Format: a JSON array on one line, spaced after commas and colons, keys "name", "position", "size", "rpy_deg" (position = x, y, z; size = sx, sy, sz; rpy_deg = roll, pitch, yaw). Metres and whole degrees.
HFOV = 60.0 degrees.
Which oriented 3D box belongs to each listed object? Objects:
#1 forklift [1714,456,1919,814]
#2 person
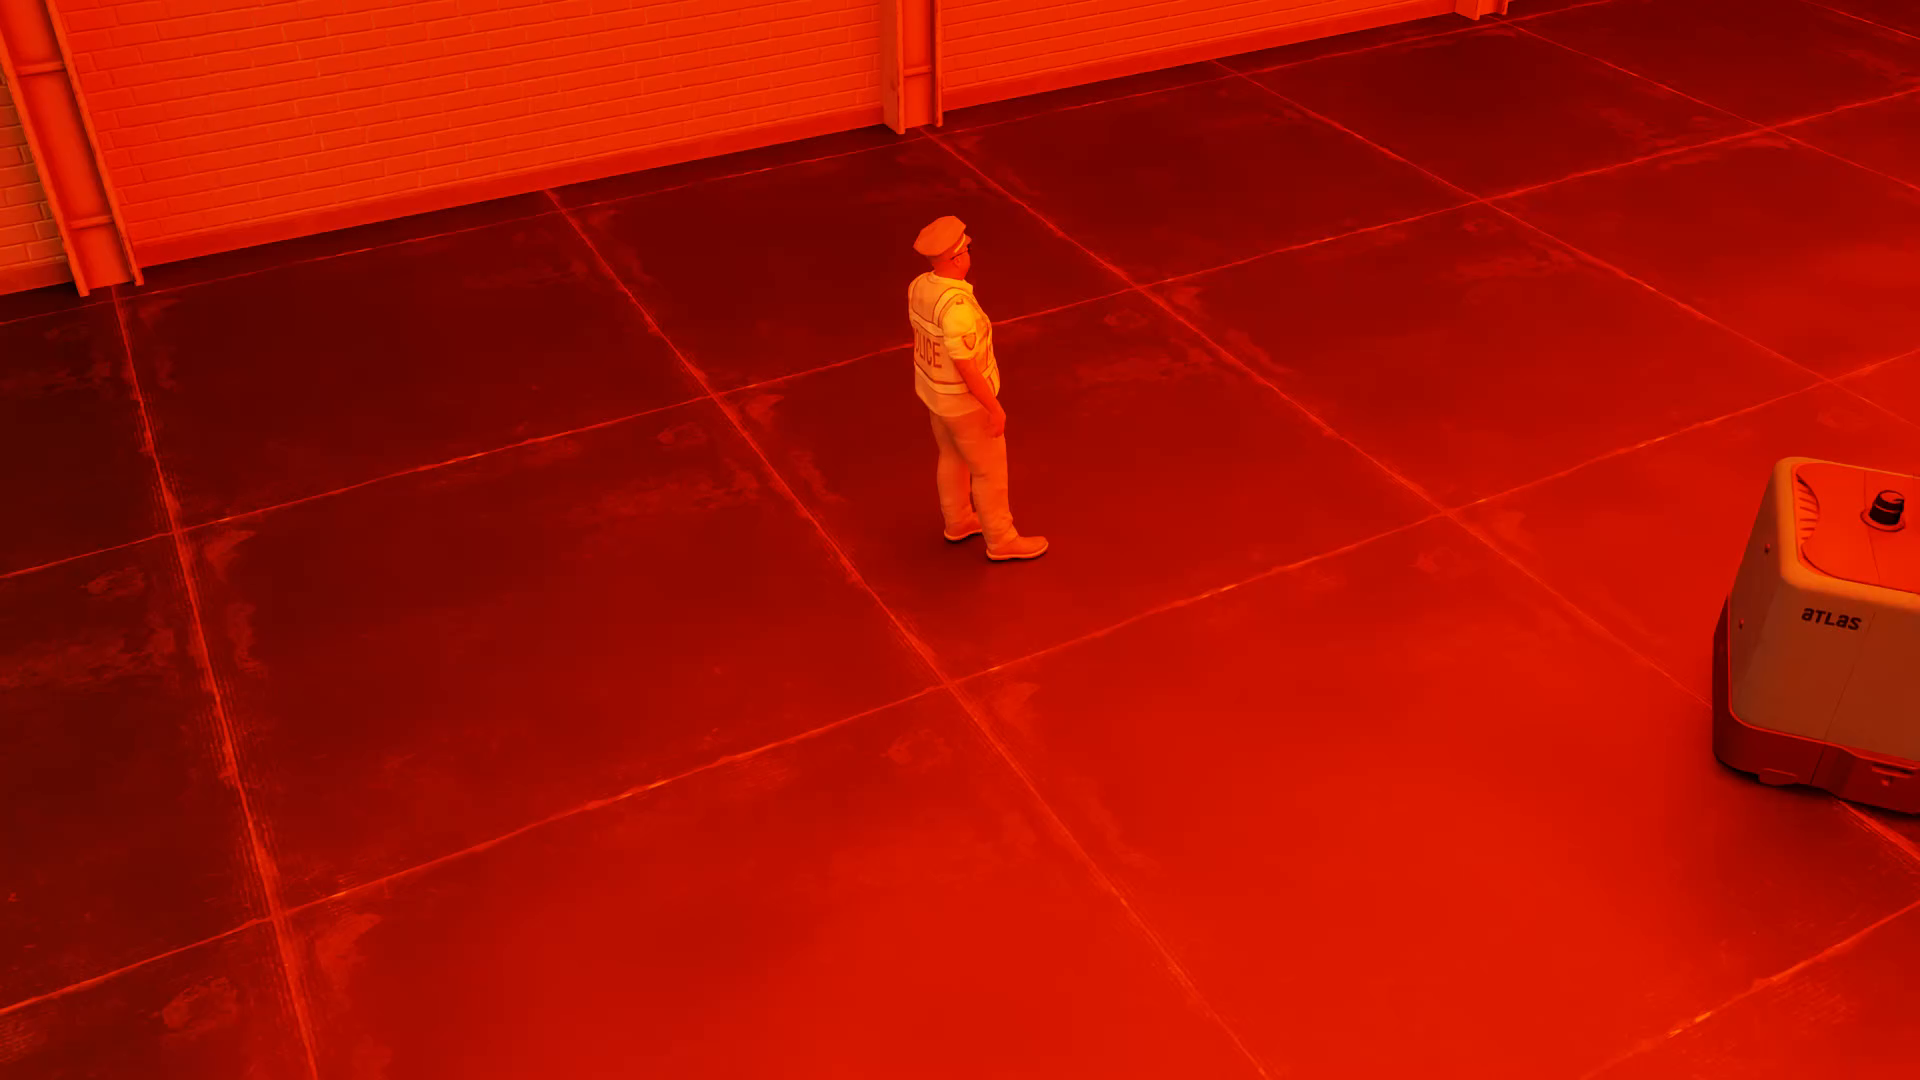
[{"name": "forklift", "position": [4.854, -0.152, 6.338], "size": [3.031, 2.935, 1.130], "rpy_deg": [12, 37, 16]}, {"name": "person", "position": [0.074, -0.748, 8.165], "size": [0.575, 1.781, 0.640], "rpy_deg": [-17, 39, -23]}]
